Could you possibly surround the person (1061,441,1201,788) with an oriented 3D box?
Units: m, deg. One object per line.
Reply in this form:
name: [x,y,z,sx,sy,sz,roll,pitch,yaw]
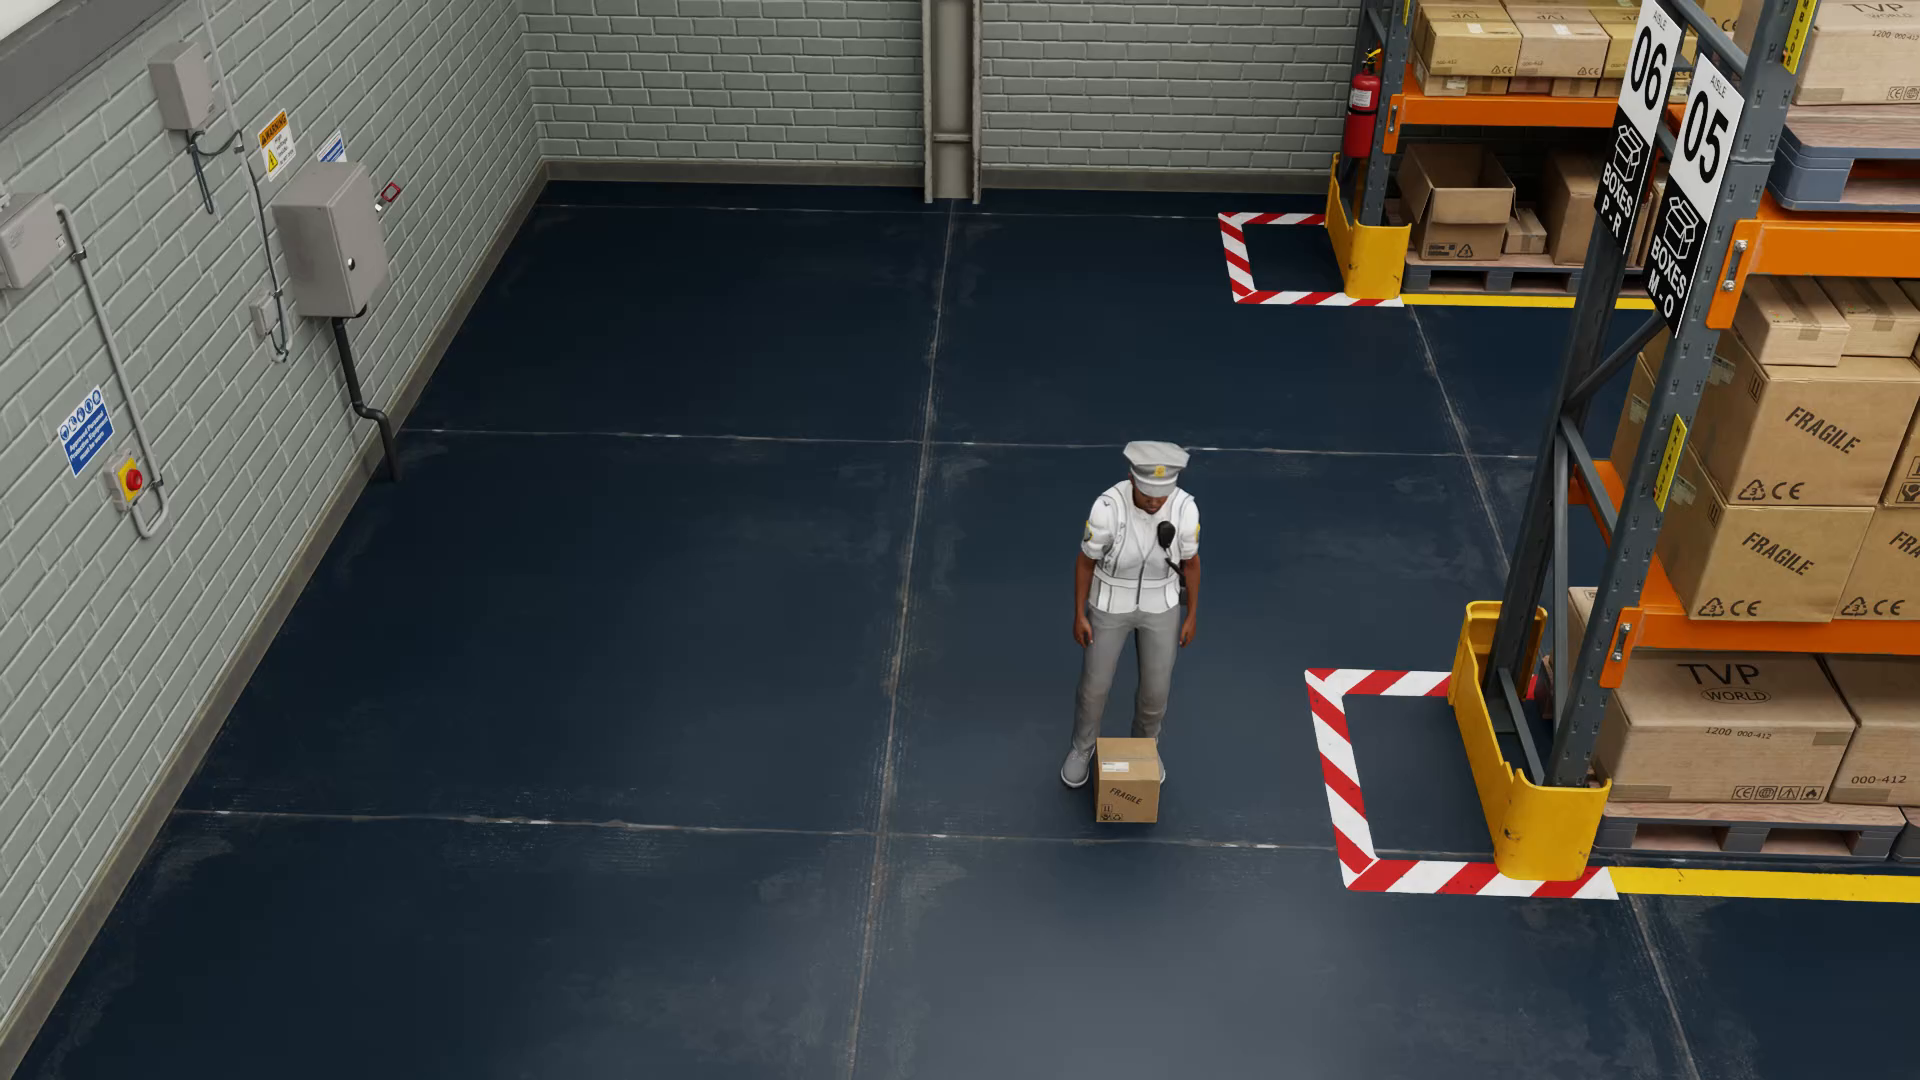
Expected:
person: [0.696,0.294,6.707,0.525,1.661,0.396,0,36,0]
